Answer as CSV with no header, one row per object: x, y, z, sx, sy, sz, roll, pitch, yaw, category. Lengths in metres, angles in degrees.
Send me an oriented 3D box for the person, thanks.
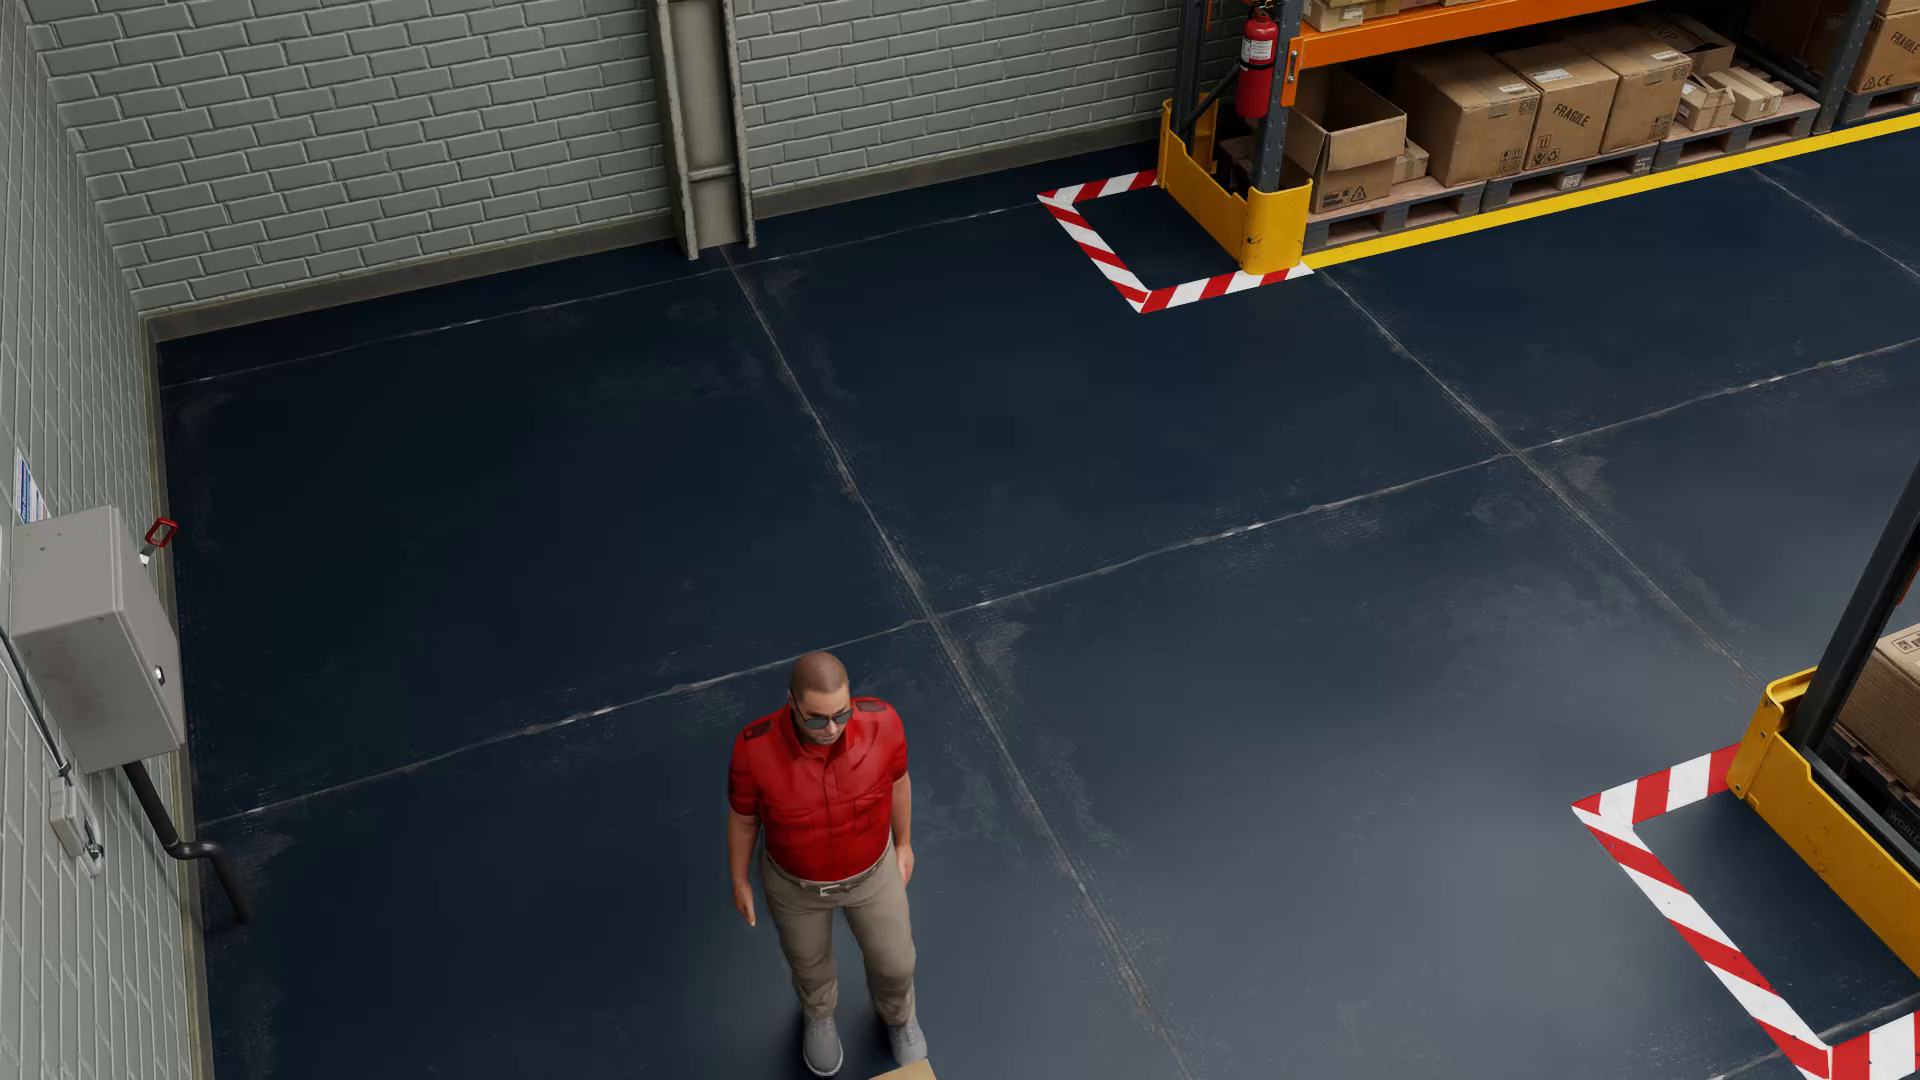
-0.403,1.037,5.034,0.573,1.791,0.409,-9,42,-10,person
